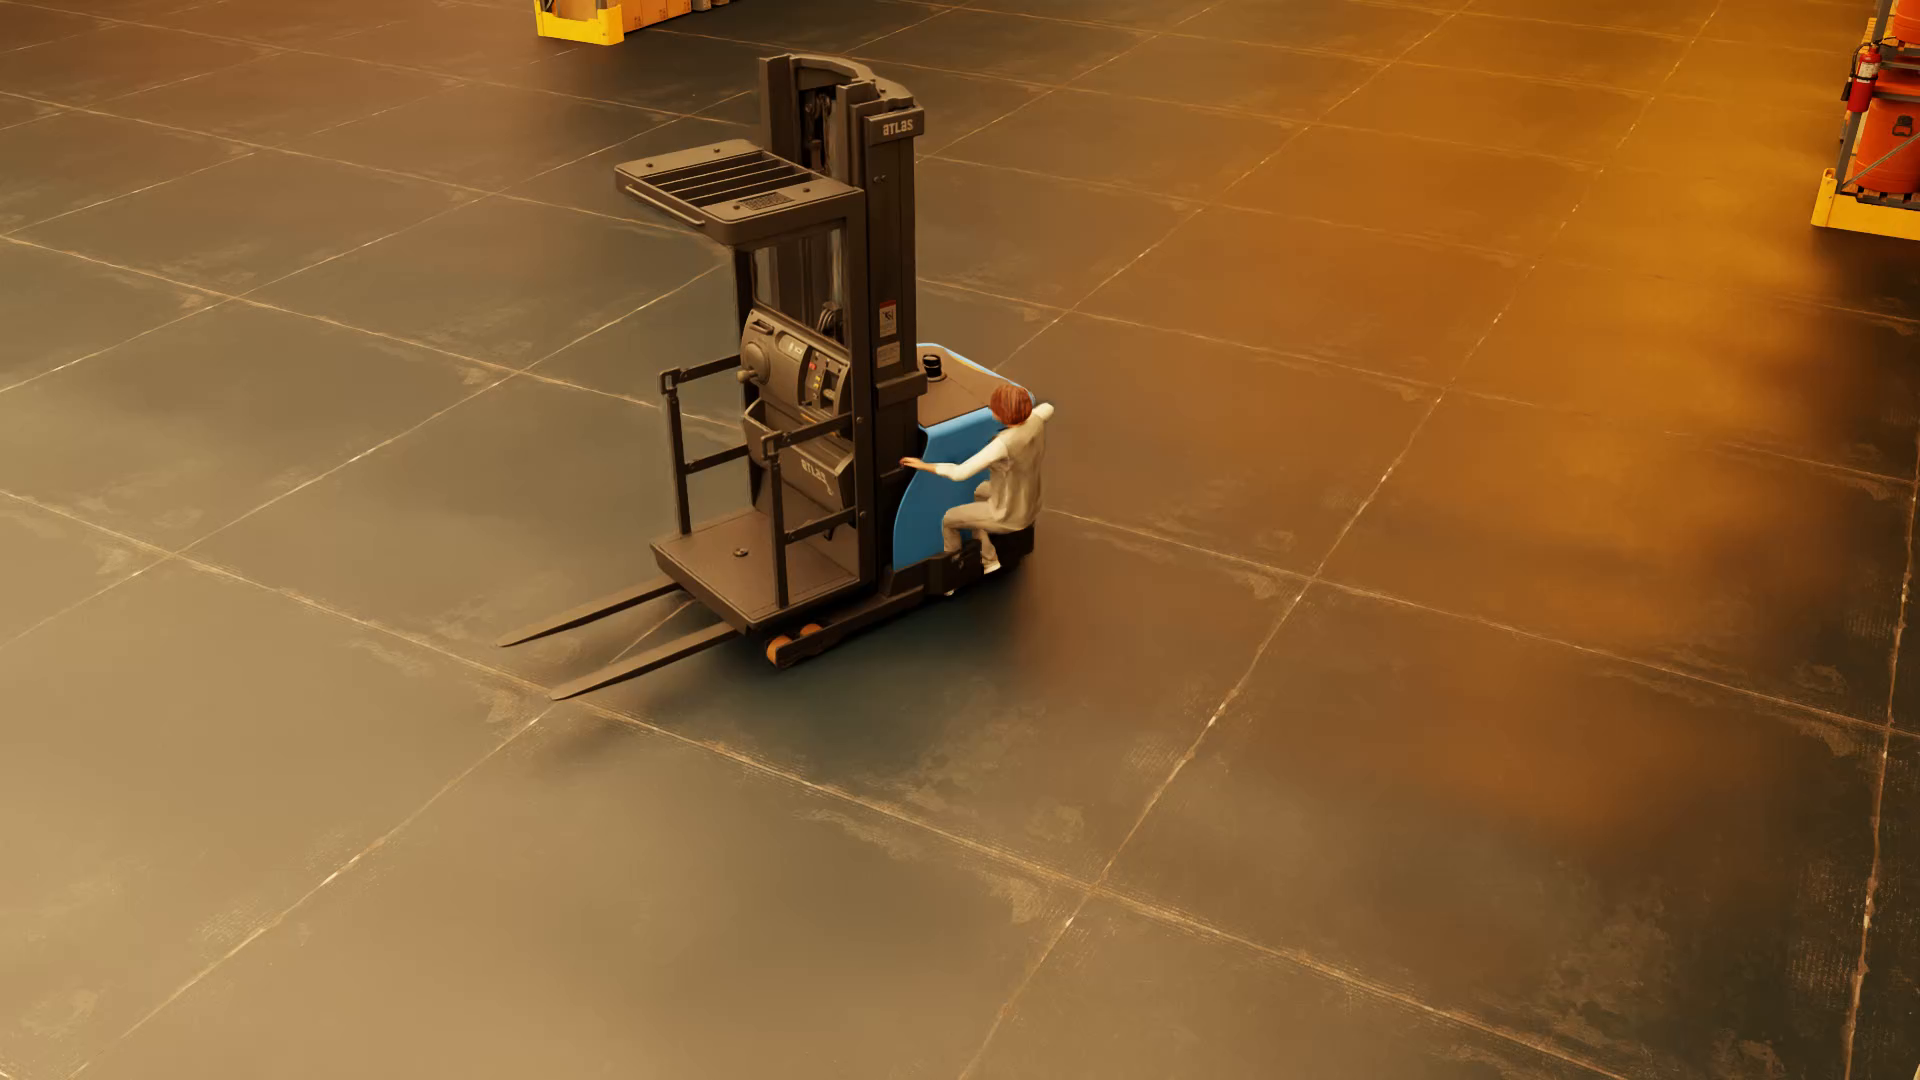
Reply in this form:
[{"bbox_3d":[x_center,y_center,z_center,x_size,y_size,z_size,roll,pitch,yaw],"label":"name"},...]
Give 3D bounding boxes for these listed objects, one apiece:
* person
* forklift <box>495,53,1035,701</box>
[{"bbox_3d":[0.100,-0.301,9.138,0.754,1.365,0.906,13,33,22],"label":"person"},{"bbox_3d":[-1.031,-0.889,8.611,3.031,2.935,1.130,-22,36,-33],"label":"forklift"}]
